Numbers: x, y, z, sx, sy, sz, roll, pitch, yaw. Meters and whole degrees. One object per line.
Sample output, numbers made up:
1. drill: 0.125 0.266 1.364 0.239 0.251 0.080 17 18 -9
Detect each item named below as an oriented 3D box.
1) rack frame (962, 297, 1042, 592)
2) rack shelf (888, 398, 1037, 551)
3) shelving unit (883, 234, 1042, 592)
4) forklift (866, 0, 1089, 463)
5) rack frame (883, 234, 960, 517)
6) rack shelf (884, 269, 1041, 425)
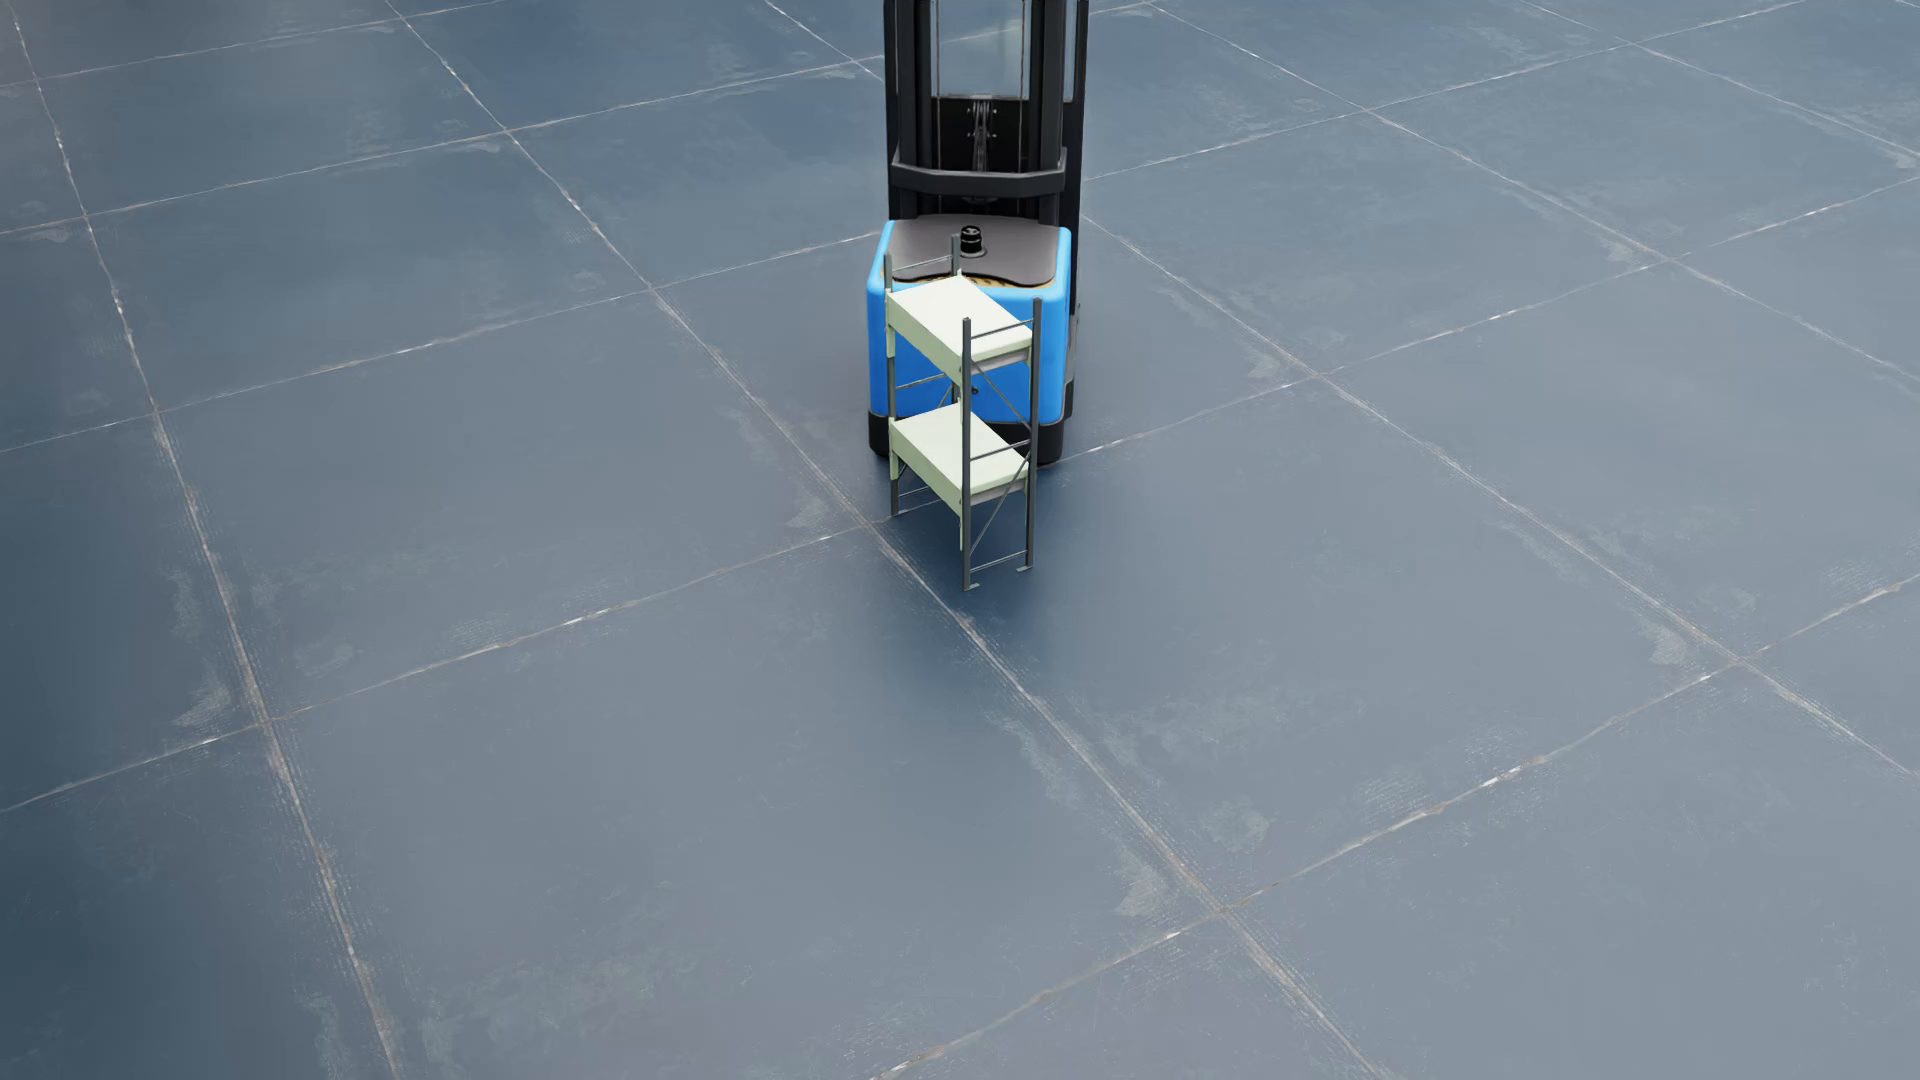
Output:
1. rack frame: 0.187 -0.416 7.775 0.400 1.500 0.023 -19 40 -24
2. rack shelf: 0.003 -0.339 8.223 0.431 0.370 0.720 -19 40 -24
3. shelving unit: 0.003 -0.602 8.030 0.431 1.500 0.755 -19 40 -24
4. forklift: 0.161 -2.451 9.349 1.130 2.935 3.031 3 36 4
5. rack frame: -0.181 -0.789 8.286 0.400 1.500 0.023 -19 40 -24
6. rack shelf: 0.003 -0.917 7.800 0.431 0.370 0.720 -19 40 -24
